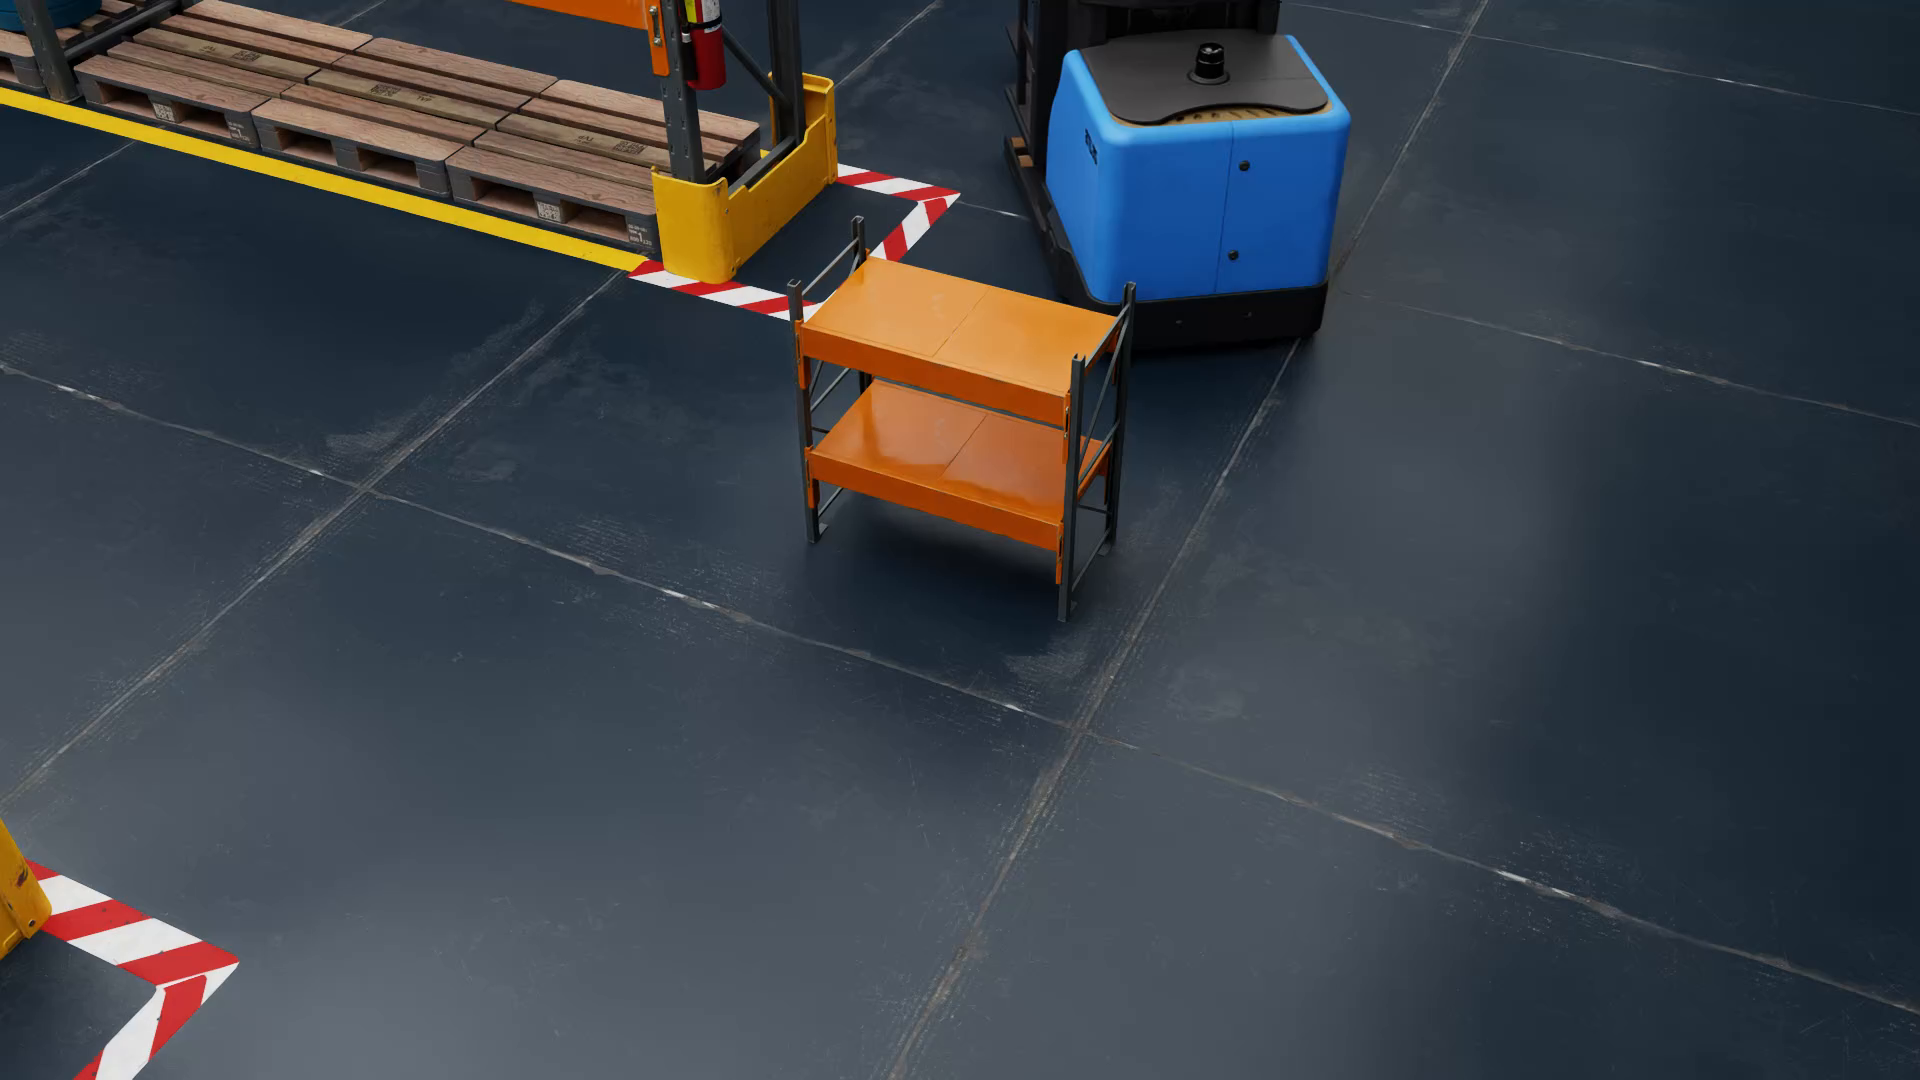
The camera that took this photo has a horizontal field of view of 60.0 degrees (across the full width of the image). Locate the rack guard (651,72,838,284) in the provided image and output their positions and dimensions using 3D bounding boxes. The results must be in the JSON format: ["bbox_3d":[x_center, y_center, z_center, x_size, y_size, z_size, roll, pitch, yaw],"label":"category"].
[{"bbox_3d":[-0.992,-1.737,7.872,0.348,0.500,1.175,17,44,19],"label":"rack guard"}]

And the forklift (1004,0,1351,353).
[{"bbox_3d":[0.830,-2.870,7.324,1.130,2.935,3.031,-6,41,-7],"label":"forklift"}]

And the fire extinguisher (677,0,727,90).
[{"bbox_3d":[-1.075,-2.198,6.840,0.183,0.674,0.296,17,44,19],"label":"fire extinguisher"}]

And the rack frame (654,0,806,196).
[{"bbox_3d":[-1.020,-2.680,7.052,0.127,3.000,1.000,17,44,19],"label":"rack frame"}]

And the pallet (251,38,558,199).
[{"bbox_3d":[-2.852,-2.216,8.646,1.213,0.211,1.003,17,44,19],"label":"pallet"}]

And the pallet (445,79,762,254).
[{"bbox_3d":[-1.751,-1.878,8.255,1.213,0.211,1.003,17,44,19],"label":"pallet"}]

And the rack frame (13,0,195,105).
[{"bbox_3d":[-4.645,-3.788,8.330,0.127,3.000,1.000,17,44,19],"label":"rack frame"}]

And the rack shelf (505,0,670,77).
[{"bbox_3d":[-2.832,-2.962,7.926,4.000,0.370,1.077,17,44,19],"label":"rack shelf"}]

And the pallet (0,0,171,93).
[{"bbox_3d":[-5.326,-2.972,9.518,1.213,0.211,1.003,17,44,19],"label":"pallet"}]

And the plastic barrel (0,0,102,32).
[{"bbox_3d":[-5.130,-3.314,9.065,0.708,0.901,0.600,17,44,19],"label":"plastic barrel"}]

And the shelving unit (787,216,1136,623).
[{"bbox_3d":[0.006,-0.423,5.879,1.048,1.125,0.538,17,44,19],"label":"shelving unit"}]

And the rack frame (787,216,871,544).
[{"bbox_3d":[-0.455,-0.564,6.042,0.032,1.125,0.500,17,44,19],"label":"rack frame"}]

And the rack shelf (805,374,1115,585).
[{"bbox_3d":[0.006,-0.238,6.040,1.000,0.278,0.538,17,44,19],"label":"rack shelf"}]

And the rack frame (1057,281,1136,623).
[{"bbox_3d":[0.467,-0.282,5.717,0.032,1.125,0.500,17,44,19],"label":"rack frame"}]

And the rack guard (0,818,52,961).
[{"bbox_3d":[-3.092,1.211,4.471,0.348,0.500,1.175,17,44,19],"label":"rack guard"}]

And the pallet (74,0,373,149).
[{"bbox_3d":[-3.962,-2.553,9.035,1.213,0.211,1.003,17,44,19],"label":"pallet"}]

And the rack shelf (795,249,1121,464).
[{"bbox_3d":[0.006,-0.644,5.688,1.000,0.278,0.538,17,44,19],"label":"rack shelf"}]
